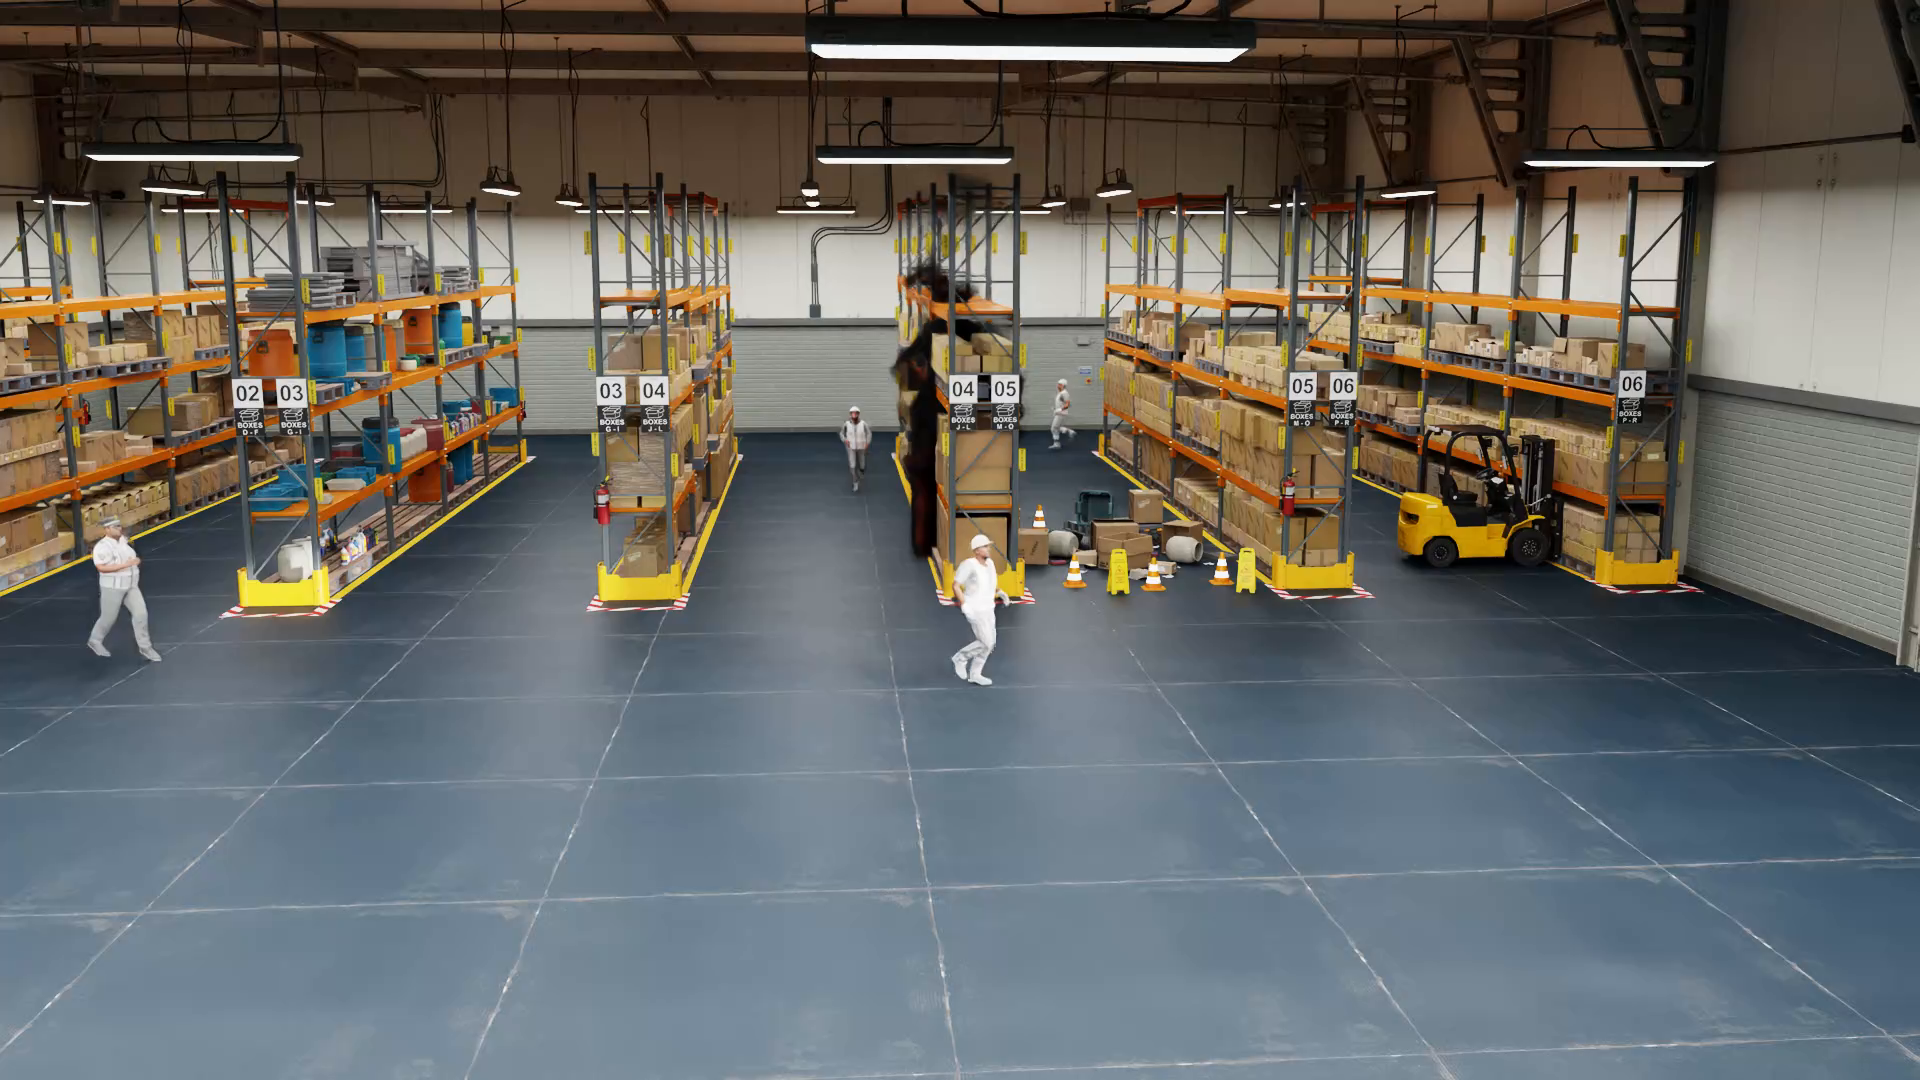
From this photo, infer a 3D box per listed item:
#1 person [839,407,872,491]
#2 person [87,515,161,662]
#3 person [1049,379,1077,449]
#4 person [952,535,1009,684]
[{"bbox_3d":[-2.176,-1.918,34.673,0.688,1.733,0.626,-1,10,-8],"label":"person"},{"bbox_3d":[-10.238,0.581,20.232,0.914,1.812,0.647,3,11,18],"label":"person"},{"bbox_3d":[2.576,-3.136,41.492,0.708,1.750,0.671,0,10,-2],"label":"person"},{"bbox_3d":[0.232,0.799,19.169,0.590,1.746,0.695,6,12,30],"label":"person"}]
